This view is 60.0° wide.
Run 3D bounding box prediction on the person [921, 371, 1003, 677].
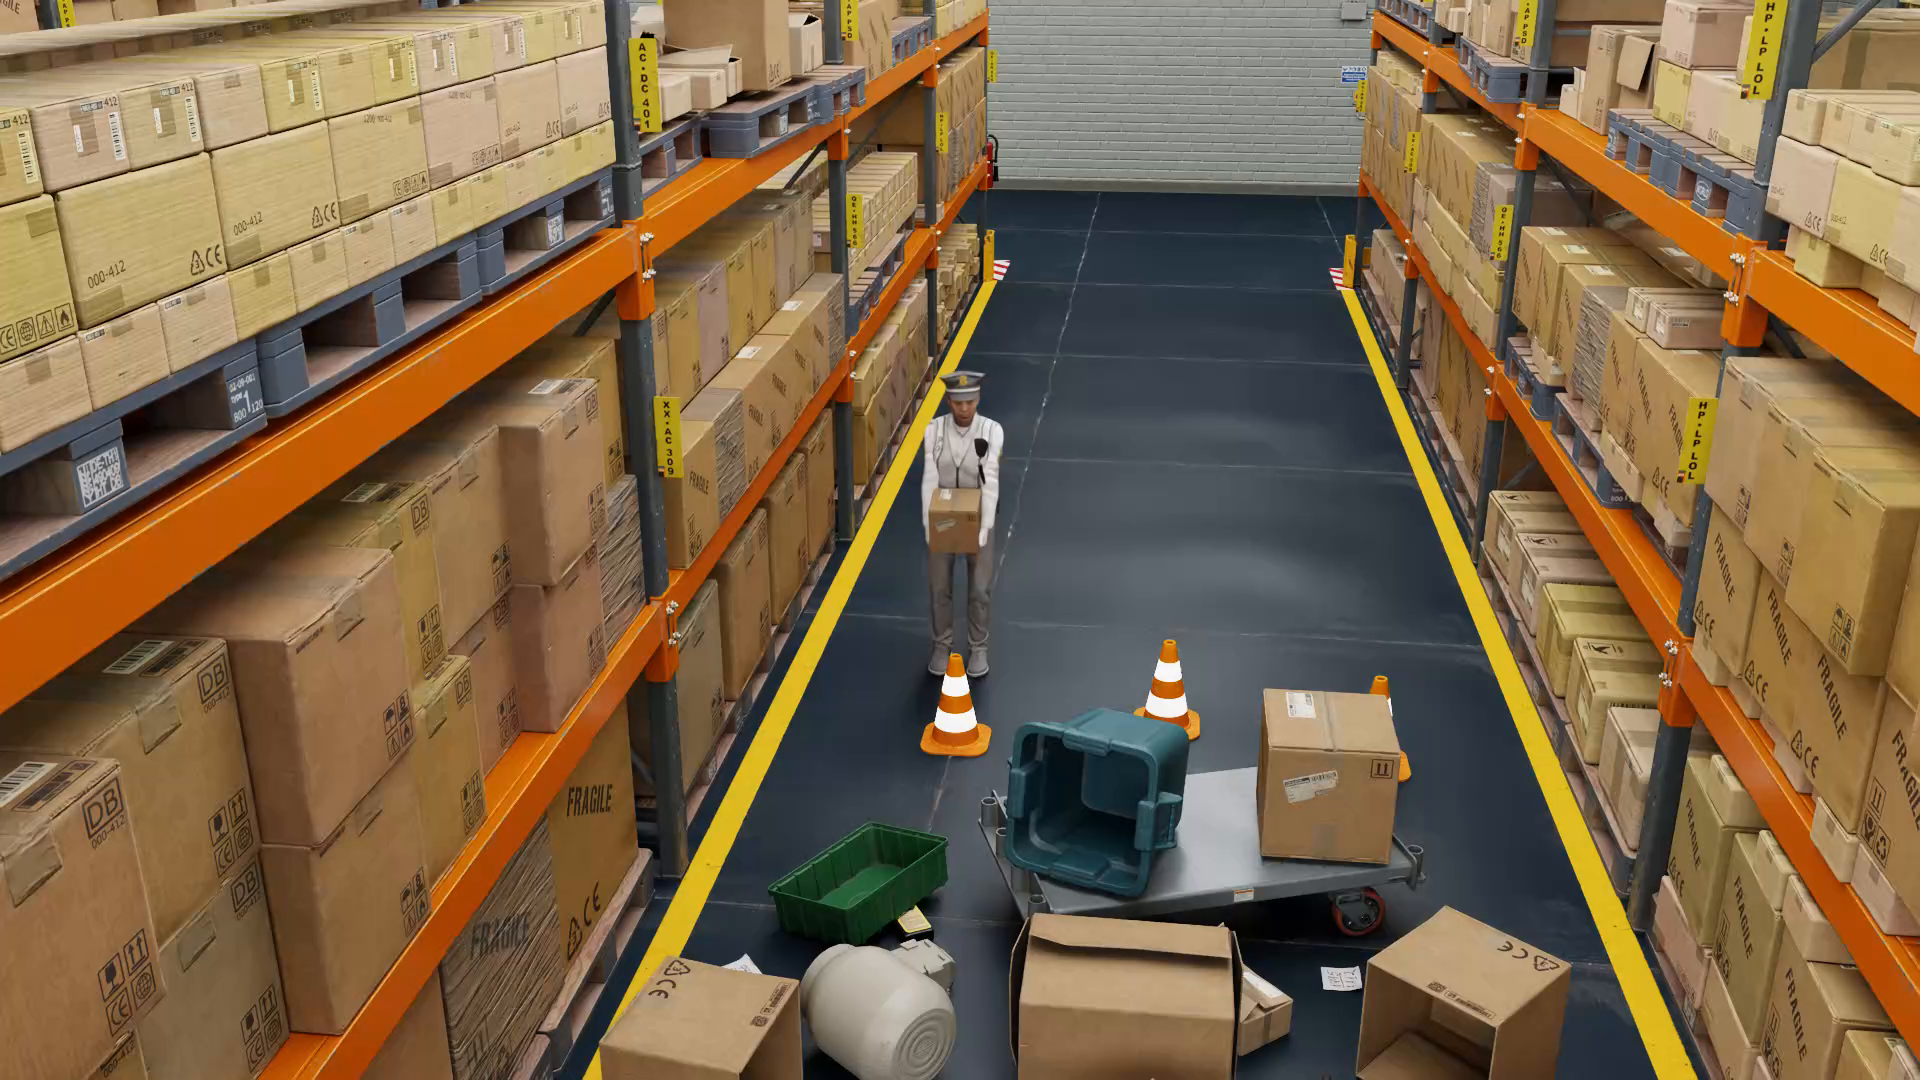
[{"bbox_3d":[0.011,-0.080,8.783,0.415,1.677,0.533,2,21,5],"label":"person"}]
